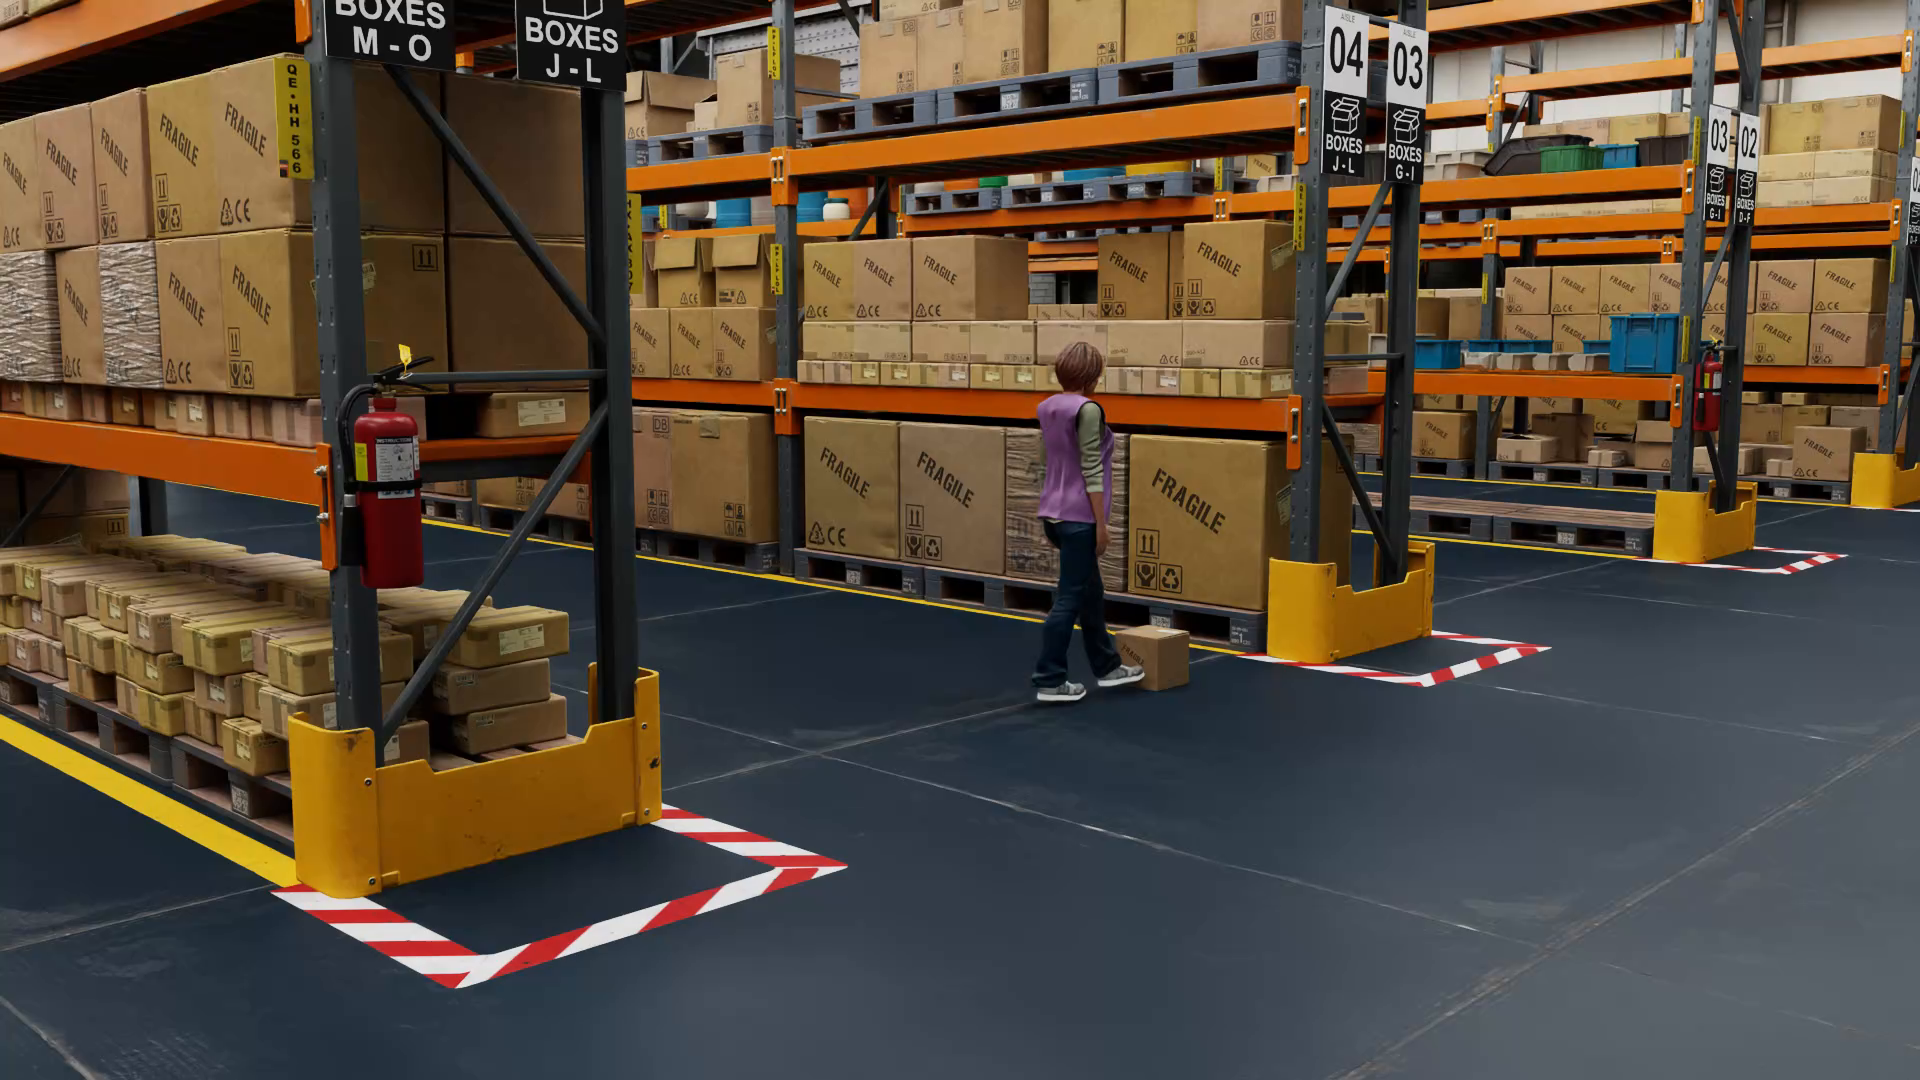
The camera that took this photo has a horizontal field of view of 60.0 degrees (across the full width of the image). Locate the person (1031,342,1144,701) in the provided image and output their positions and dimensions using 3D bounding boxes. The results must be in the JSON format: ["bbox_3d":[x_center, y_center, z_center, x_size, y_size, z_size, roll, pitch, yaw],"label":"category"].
[{"bbox_3d":[0.602,-0.082,7.389,0.667,1.589,0.413,-4,8,-27],"label":"person"}]
